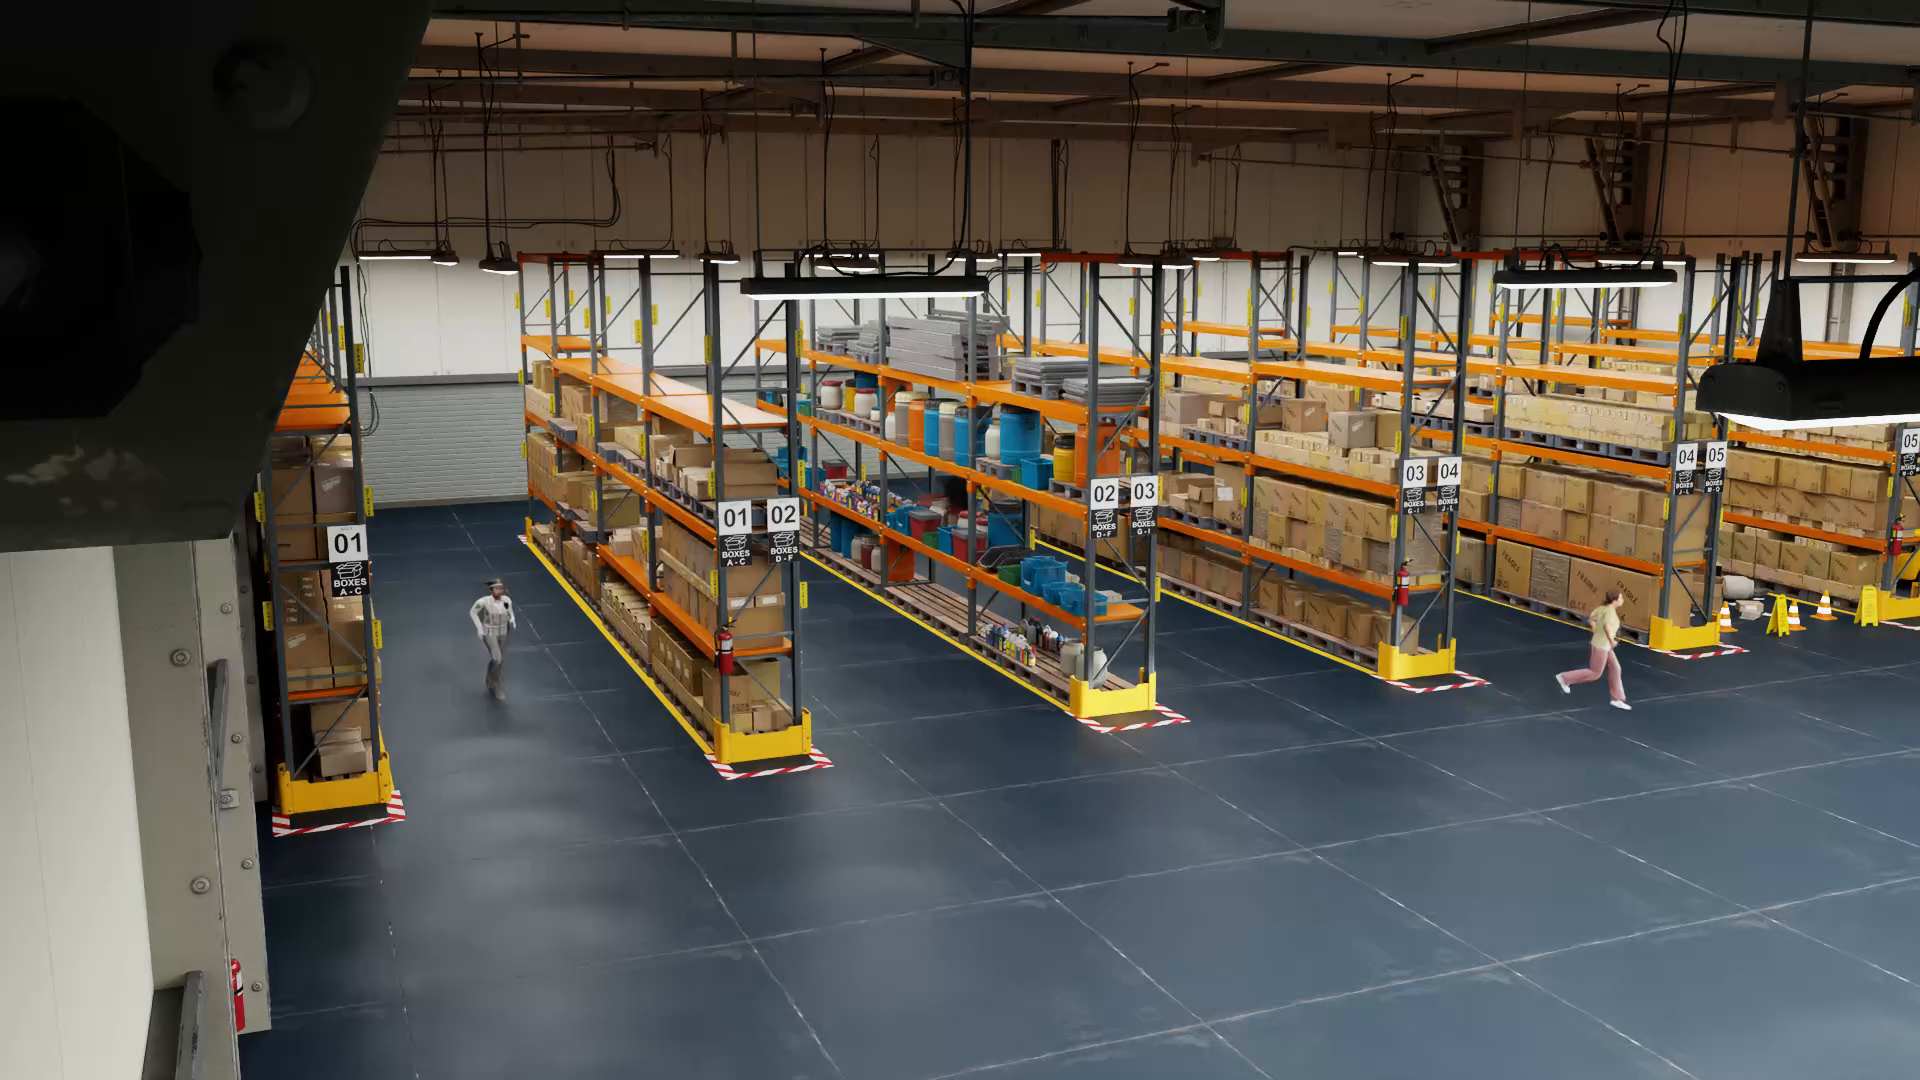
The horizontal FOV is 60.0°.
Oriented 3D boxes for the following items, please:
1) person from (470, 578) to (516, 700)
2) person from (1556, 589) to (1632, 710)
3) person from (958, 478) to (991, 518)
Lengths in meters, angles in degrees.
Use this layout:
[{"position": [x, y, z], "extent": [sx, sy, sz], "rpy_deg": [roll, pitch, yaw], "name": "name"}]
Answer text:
[{"position": [-6.454, 1.356, 23.101], "extent": [0.833, 1.734, 0.546], "rpy_deg": [10, 14, 43], "name": "person"}, {"position": [8.618, 1.478, 22.511], "extent": [1.016, 1.661, 0.581], "rpy_deg": [2, 11, 11], "name": "person"}, {"position": [0.325, -0.846, 35.072], "extent": [0.692, 1.688, 0.770], "rpy_deg": [-5, 12, -28], "name": "person"}]
